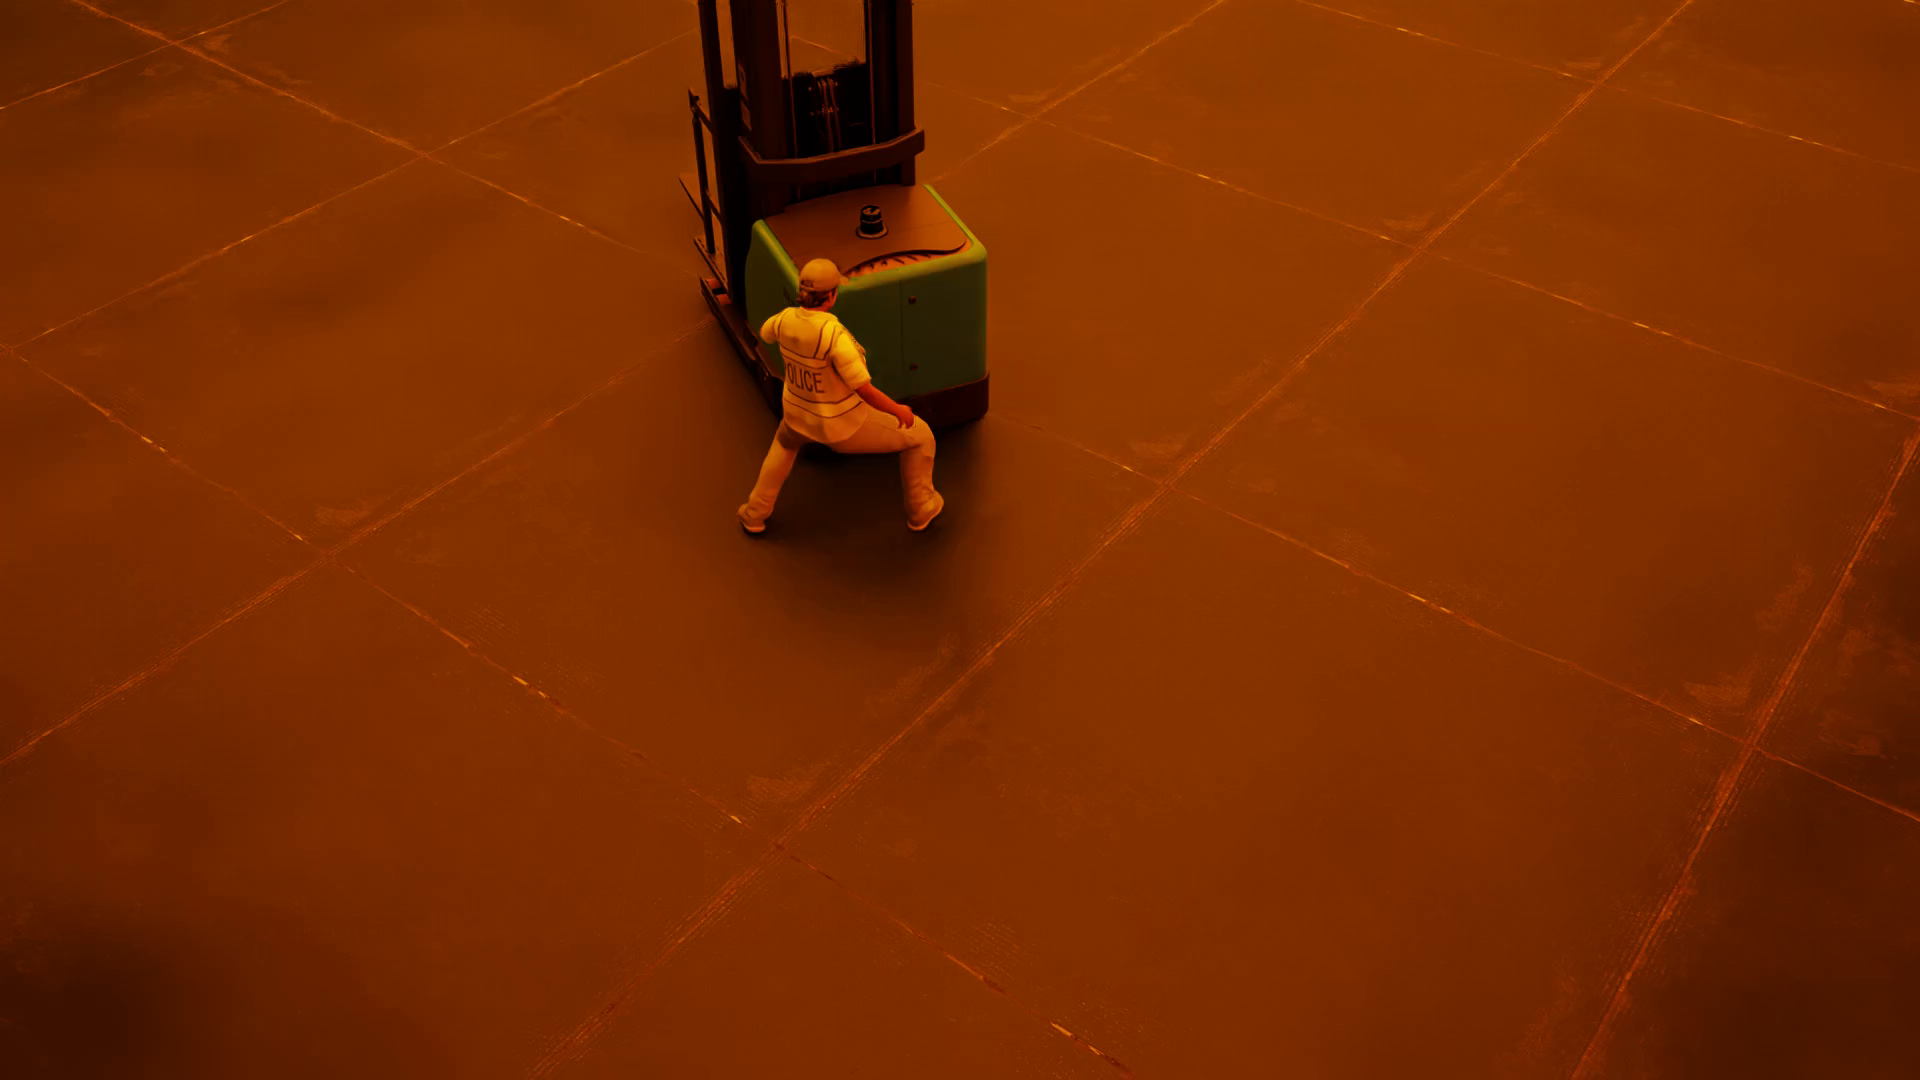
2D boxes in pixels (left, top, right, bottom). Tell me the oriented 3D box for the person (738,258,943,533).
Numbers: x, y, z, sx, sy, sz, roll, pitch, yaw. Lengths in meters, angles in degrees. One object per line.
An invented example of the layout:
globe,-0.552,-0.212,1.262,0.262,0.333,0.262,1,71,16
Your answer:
person,-0.630,-0.680,8.004,0.928,1.541,0.785,27,47,28

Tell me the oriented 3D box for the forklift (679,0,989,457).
forklift,-0.901,-2.510,9.018,1.130,2.935,3.031,-16,43,-18
